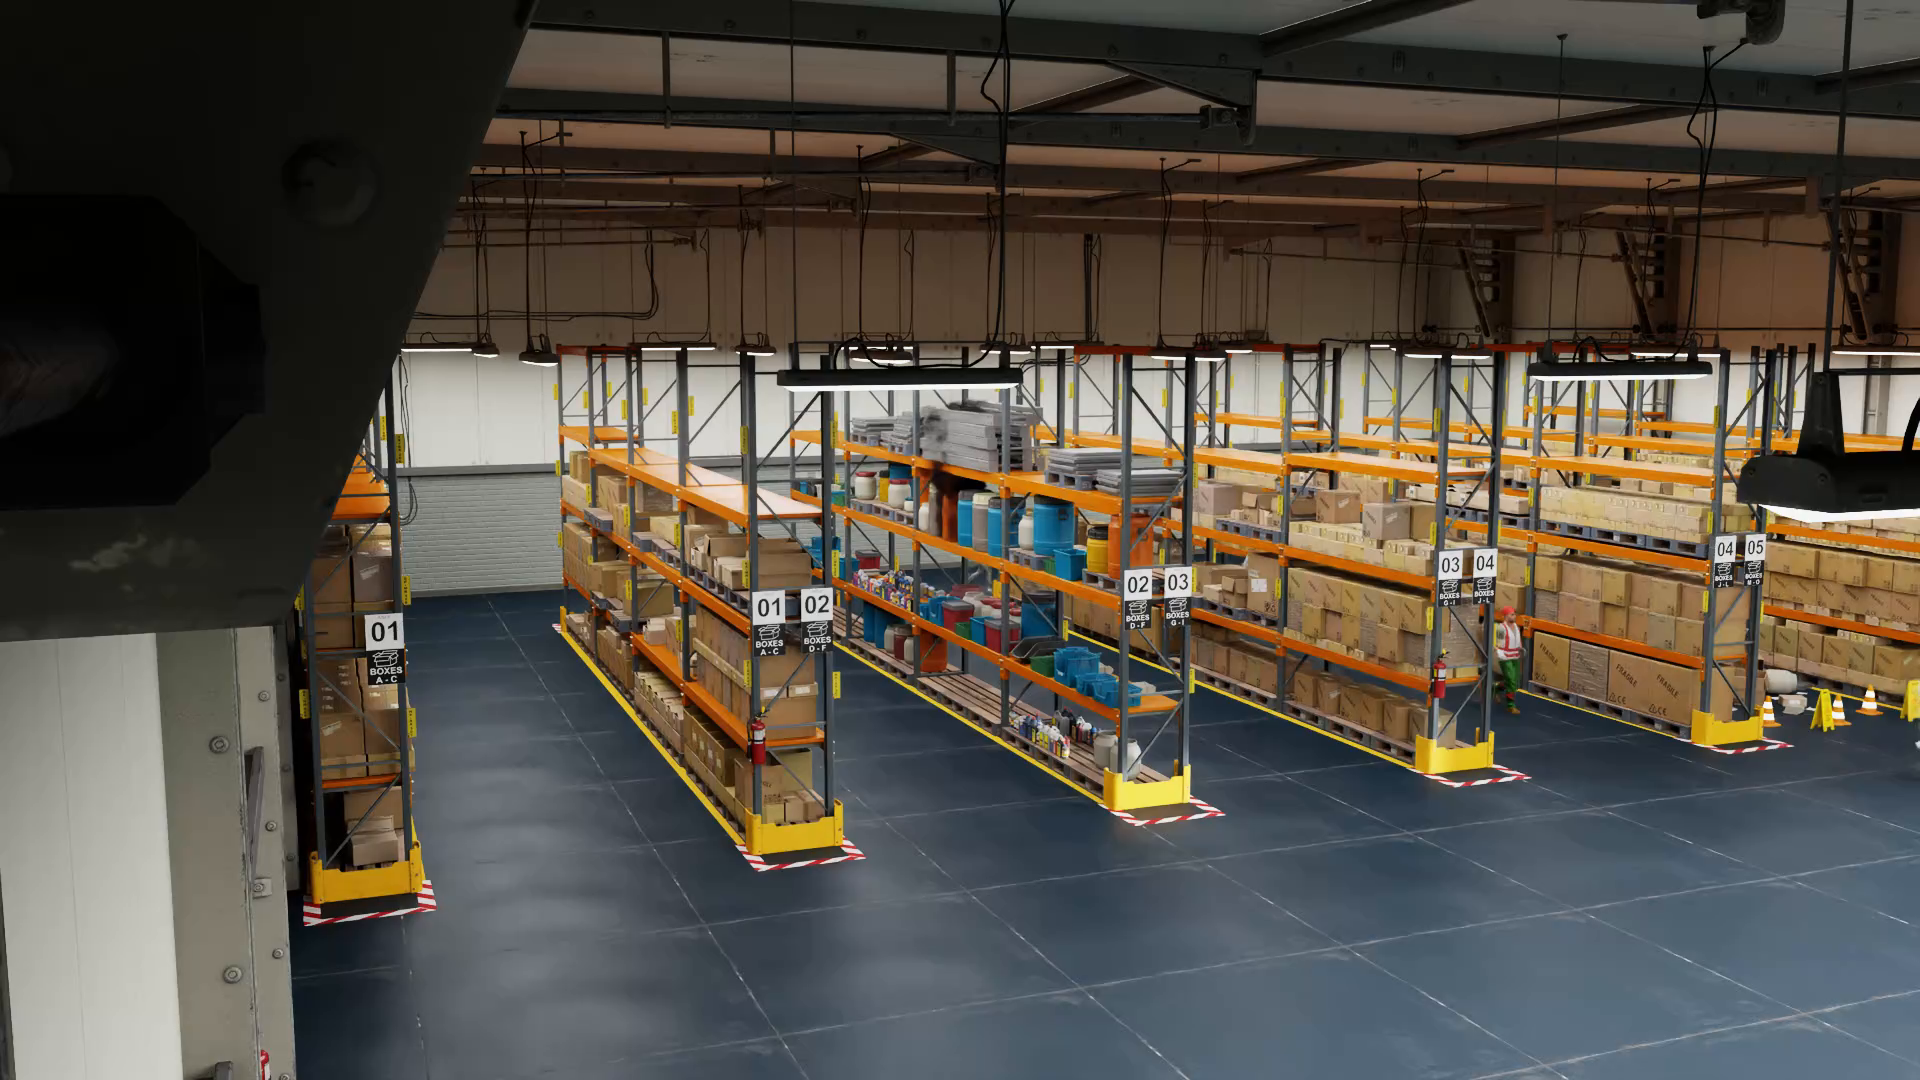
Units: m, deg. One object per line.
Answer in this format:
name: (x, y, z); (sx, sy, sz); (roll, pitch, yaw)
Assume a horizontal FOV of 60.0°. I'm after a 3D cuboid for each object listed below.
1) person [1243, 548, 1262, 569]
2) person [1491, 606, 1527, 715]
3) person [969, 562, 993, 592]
person: (6.273, 0.947, 35.477); (0.651, 1.838, 0.965); (-3, 8, -22)
person: (9.030, 1.965, 27.543); (0.667, 1.766, 0.741); (-4, 8, -30)
person: (0.500, 0.485, 39.827); (0.853, 1.606, 0.560); (-1, 7, -8)
